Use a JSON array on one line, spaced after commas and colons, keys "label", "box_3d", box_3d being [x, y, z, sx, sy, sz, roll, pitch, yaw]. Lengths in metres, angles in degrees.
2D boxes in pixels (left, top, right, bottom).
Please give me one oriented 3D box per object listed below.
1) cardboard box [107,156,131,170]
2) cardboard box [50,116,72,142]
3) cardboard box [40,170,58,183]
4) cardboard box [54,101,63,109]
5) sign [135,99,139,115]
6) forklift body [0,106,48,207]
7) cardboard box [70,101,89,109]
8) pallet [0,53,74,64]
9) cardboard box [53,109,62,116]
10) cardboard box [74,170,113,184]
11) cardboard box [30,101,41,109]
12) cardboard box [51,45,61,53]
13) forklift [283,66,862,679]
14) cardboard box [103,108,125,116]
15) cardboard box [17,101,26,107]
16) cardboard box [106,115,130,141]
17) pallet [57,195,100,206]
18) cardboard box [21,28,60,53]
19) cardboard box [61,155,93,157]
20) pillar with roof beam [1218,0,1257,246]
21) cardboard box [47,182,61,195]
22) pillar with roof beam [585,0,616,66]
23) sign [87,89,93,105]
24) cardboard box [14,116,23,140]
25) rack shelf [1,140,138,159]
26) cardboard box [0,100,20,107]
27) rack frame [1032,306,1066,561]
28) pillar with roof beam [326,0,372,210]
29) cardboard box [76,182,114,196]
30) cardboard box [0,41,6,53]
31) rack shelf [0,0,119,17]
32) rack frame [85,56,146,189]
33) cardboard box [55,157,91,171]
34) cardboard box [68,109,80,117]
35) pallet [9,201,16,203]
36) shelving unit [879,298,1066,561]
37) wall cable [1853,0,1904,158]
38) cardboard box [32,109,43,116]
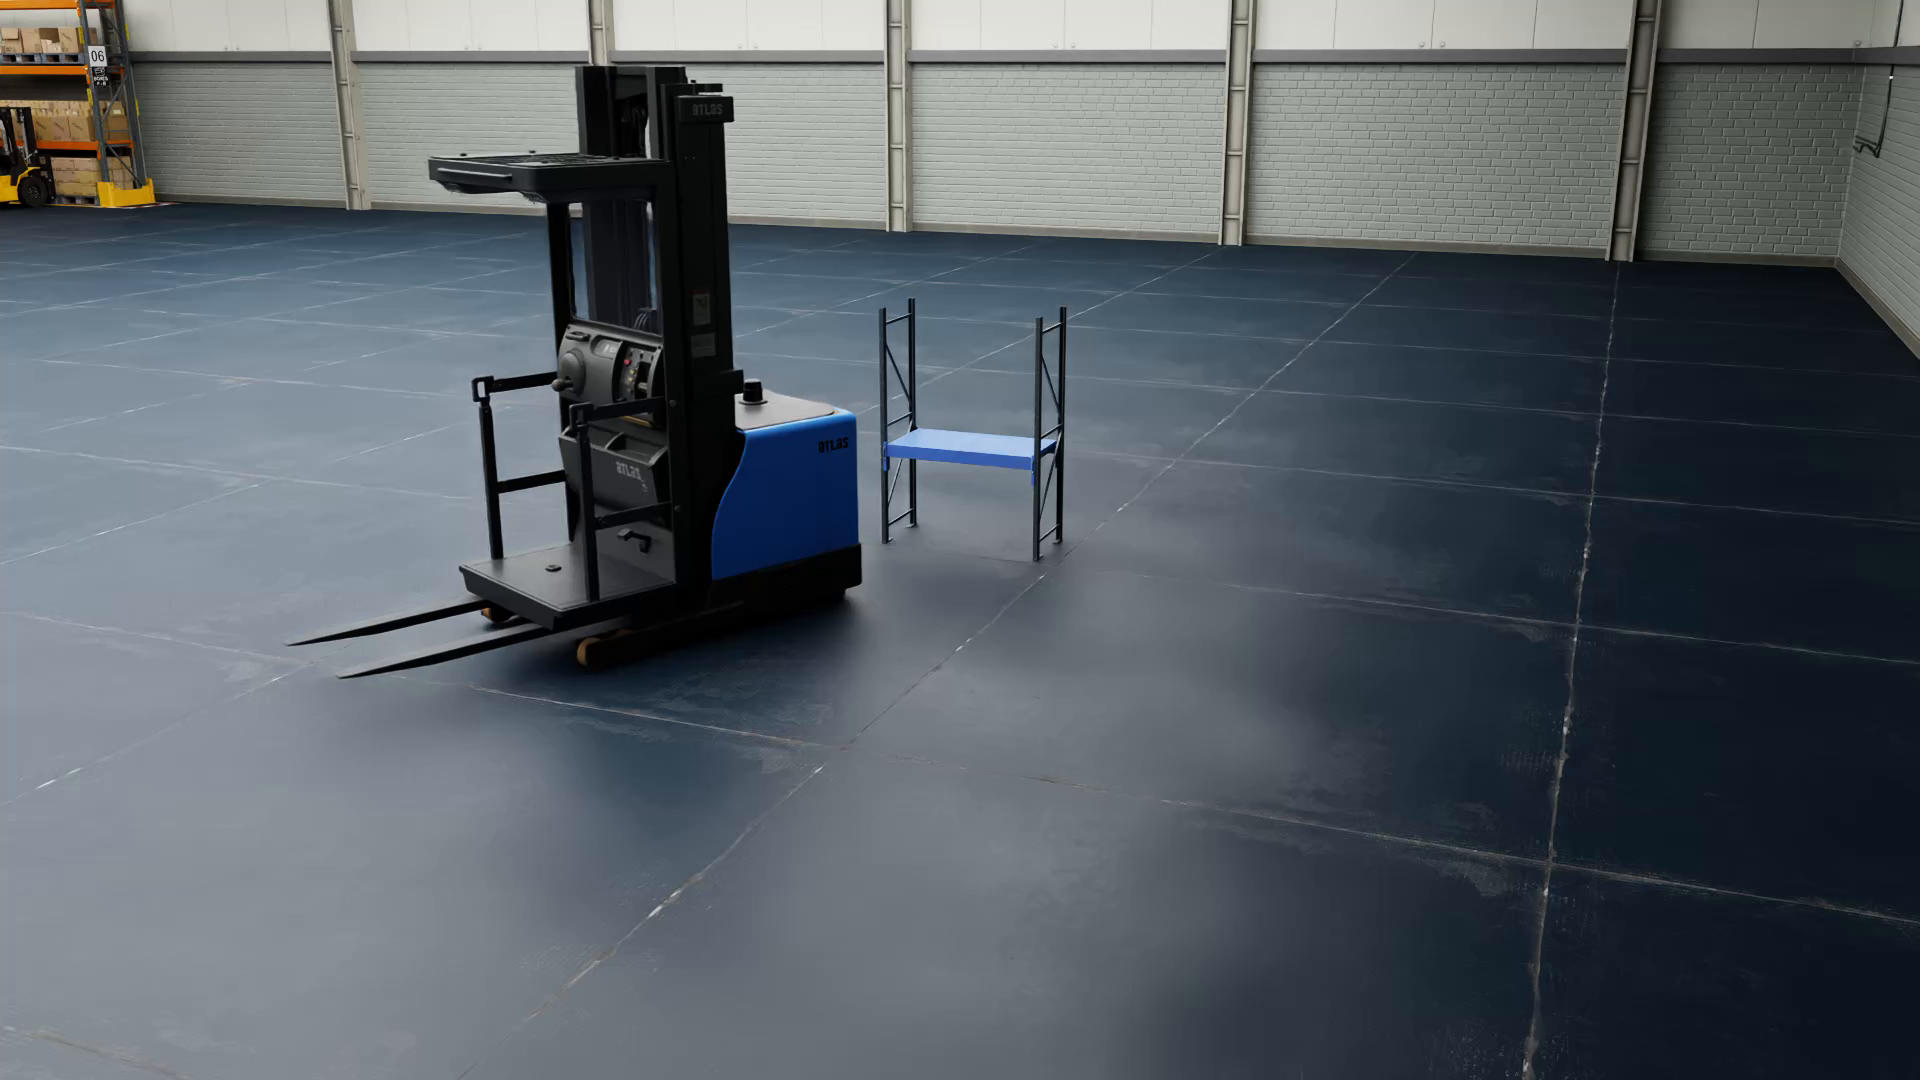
[{"label": "cardboard box", "box_3d": [-17.882, -7.951, 35.065, 0.500, 0.250, 0.500, 6, 17, 20]}, {"label": "cardboard box", "box_3d": [-18.537, -8.577, 34.657, 0.500, 0.500, 0.500, 7, 18, 22]}, {"label": "cardboard box", "box_3d": [-19.022, -7.682, 35.038, 0.500, 0.250, 0.500, 6, 17, 19]}, {"label": "cardboard box", "box_3d": [-18.613, -9.057, 34.615, 0.250, 0.149, 0.380, 6, 17, 21]}, {"label": "sign", "box_3d": [-17.295, -9.088, 34.903, 0.005, 0.325, 0.100, 6, 17, 21]}, {"label": "forklift body", "box_3d": [-19.937, -7.804, 33.698, 1.214, 2.155, 2.313, 6, 17, 21]}, {"label": "cardboard box", "box_3d": [-18.155, -8.992, 34.392, 0.250, 0.149, 0.380, 6, 17, 21]}, {"label": "pallet", "box_3d": [-19.291, -10.092, 34.836, 1.213, 0.211, 1.003, 6, 17, 21]}, {"label": "cardboard box", "box_3d": [-18.623, -8.902, 34.616, 0.250, 0.149, 0.380, 6, 17, 20]}, {"label": "cardboard box", "box_3d": [-18.071, -7.581, 34.689, 0.500, 0.250, 0.500, 6, 17, 20]}, {"label": "cardboard box", "box_3d": [-19.138, -9.080, 34.693, 0.250, 0.149, 0.380, 7, 17, 22]}, {"label": "cardboard box", "box_3d": [-18.386, -10.066, 34.106, 0.250, 0.149, 0.380, 6, 17, 19]}, {"label": "forklift", "box_3d": [-1.985, -0.912, 8.559, 3.031, 2.935, 1.130, -15, 22, -41]}, {"label": "cardboard box", "box_3d": [-17.724, -8.952, 34.788, 0.250, 0.149, 0.380, 6, 17, 19]}, {"label": "cardboard box", "box_3d": [-19.571, -9.161, 34.972, 0.250, 0.149, 0.380, 6, 17, 21]}, {"label": "cardboard box", "box_3d": [-17.863, -8.662, 34.950, 0.500, 0.500, 0.500, 7, 18, 22]}, {"label": "pallet", "box_3d": [-18.231, -7.219, 35.162, 1.213, 0.211, 1.003, 6, 17, 21]}, {"label": "cardboard box", "box_3d": [-18.921, -10.342, 34.425, 0.500, 0.500, 0.700, 6, 17, 21]}, {"label": "cardboard box", "box_3d": [-18.809, -8.055, 35.424, 0.500, 0.250, 0.500, 6, 17, 20]}, {"label": "pillar with roof beam", "box_3d": [2.926, -8.105, 22.453, 0.400, 9.000, 9.100, 6, 17, 21]}, {"label": "cardboard box", "box_3d": [-18.978, -7.445, 35.117, 0.500, 0.250, 0.500, 6, 17, 21]}, {"label": "pillar with roof beam", "box_3d": [-8.237, -9.333, 26.681, 0.400, 9.000, 9.100, 6, 17, 21]}, {"label": "sign", "box_3d": [-17.716, -9.021, 33.867, 0.005, 0.325, 0.100, 6, 17, 21]}, {"label": "cardboard box", "box_3d": [-19.486, -8.678, 35.005, 0.500, 0.500, 0.500, 6, 17, 21]}, {"label": "rack shelf", "box_3d": [-19.364, -8.350, 35.346, 4.000, 0.370, 1.077, 6, 17, 21]}, {"label": "cardboard box", "box_3d": [-20.067, -9.193, 35.084, 0.250, 0.149, 0.380, 6, 17, 20]}, {"label": "rack frame", "box_3d": [0.552, -0.660, 10.255, 0.032, 1.500, 0.500, 6, 17, 21]}, {"label": "pillar with roof beam", "box_3d": [-13.819, -9.947, 28.795, 0.400, 9.000, 9.100, 6, 17, 21]}, {"label": "cardboard box", "box_3d": [-18.057, -7.338, 34.749, 0.500, 0.250, 0.500, 6, 17, 21]}, {"label": "cardboard box", "box_3d": [-19.956, -10.295, 34.684, 0.258, 0.266, 0.396, 6, 17, 19]}, {"label": "rack shelf", "box_3d": [-19.364, -11.039, 34.566, 4.000, 0.370, 1.077, 6, 17, 21]}, {"label": "rack frame", "box_3d": [-17.504, -8.491, 34.541, 0.127, 3.000, 1.000, 6, 17, 21]}, {"label": "cardboard box", "box_3d": [-18.524, -7.869, 34.785, 0.500, 0.250, 0.500, 7, 17, 22]}, {"label": "cardboard box", "box_3d": [-18.178, -8.832, 34.372, 0.250, 0.149, 0.380, 7, 17, 22]}, {"label": "pallet", "box_3d": [-20.500, -7.469, 36.022, 1.213, 0.211, 1.003, 6, 17, 21]}, {"label": "shelving unit", "box_3d": [0.079, -0.712, 10.435, 1.048, 1.500, 0.538, 6, 17, 21]}, {"label": "wall cable", "box_3d": [12.342, -6.473, 22.398, 0.112, 2.526, 3.097, 6, 17, 21]}, {"label": "cardboard box", "box_3d": [-19.131, -8.938, 34.739, 0.250, 0.149, 0.380, 6, 17, 21]}]
